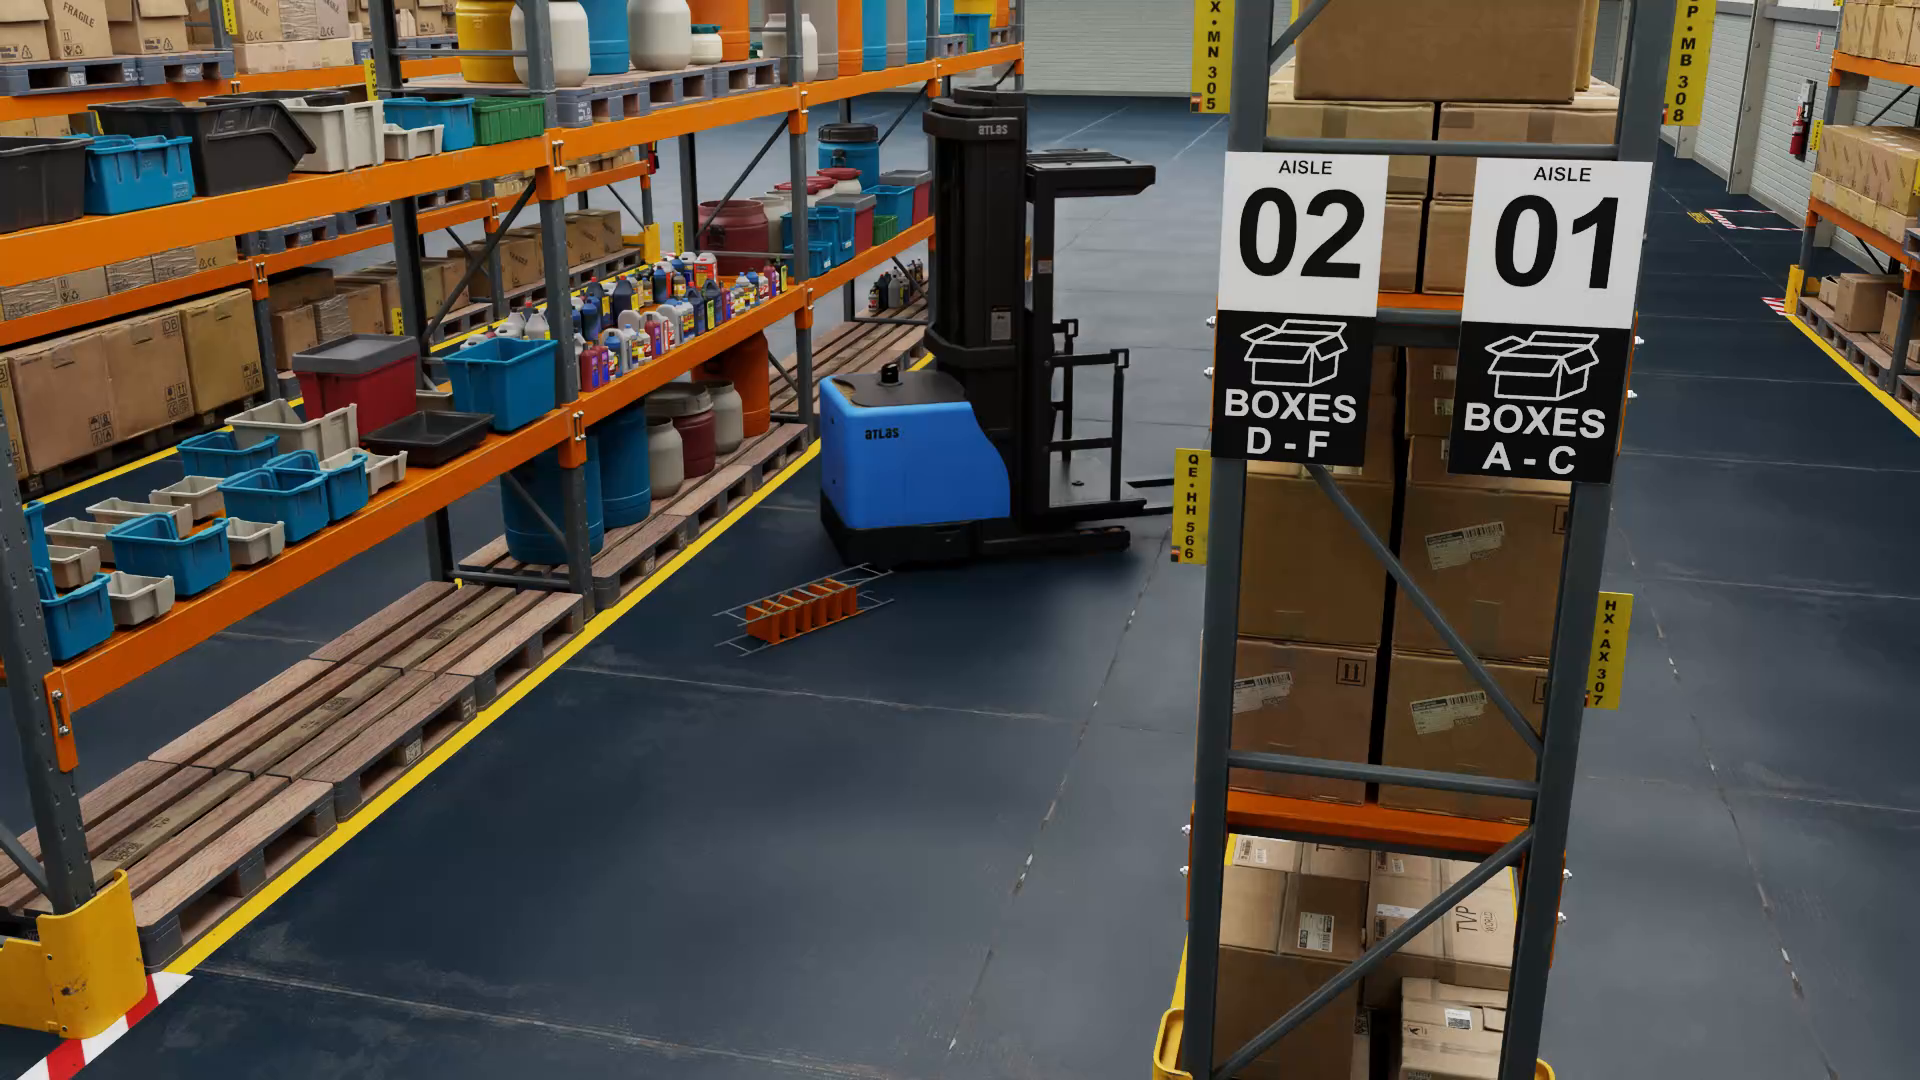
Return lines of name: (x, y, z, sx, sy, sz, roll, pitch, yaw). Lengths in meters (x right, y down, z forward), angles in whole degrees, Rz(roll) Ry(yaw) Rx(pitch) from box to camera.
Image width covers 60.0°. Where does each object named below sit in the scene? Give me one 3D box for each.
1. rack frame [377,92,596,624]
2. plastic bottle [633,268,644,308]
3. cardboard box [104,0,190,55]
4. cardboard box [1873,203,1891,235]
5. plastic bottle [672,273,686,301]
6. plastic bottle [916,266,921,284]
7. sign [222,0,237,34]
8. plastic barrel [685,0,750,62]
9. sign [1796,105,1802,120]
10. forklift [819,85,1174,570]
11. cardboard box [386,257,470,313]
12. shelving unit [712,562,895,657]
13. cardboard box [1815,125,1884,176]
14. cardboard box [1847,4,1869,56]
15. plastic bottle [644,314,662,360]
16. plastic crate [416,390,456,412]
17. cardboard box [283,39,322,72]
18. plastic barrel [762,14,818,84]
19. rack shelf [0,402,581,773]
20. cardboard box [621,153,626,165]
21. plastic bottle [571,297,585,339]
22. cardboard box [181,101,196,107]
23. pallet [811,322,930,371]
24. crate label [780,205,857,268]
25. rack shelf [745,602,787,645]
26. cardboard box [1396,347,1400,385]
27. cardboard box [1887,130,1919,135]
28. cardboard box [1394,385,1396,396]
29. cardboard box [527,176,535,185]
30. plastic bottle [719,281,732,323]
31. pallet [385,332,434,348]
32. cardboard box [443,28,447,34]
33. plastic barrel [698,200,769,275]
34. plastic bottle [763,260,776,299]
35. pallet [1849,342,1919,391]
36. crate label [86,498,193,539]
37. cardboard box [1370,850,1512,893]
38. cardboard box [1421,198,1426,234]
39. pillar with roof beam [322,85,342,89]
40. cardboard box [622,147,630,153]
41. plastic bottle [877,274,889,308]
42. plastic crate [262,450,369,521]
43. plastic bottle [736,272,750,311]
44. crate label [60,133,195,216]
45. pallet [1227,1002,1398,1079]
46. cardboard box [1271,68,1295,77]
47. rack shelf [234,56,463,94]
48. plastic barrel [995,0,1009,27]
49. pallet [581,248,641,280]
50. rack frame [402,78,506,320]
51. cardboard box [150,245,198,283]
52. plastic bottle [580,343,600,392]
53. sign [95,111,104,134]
rack frame: (-2.661, -0.988, 9.440, 1.000, 3.000, 0.127, 5, 19, 13)
plastic bottle: (-2.349, -1.821, 12.058, 0.061, 0.283, 0.133, 5, 19, 13)
cardboard box: (-6.566, -4.103, 13.110, 0.797, 0.503, 0.637, 6, 20, 17)
cardboard box: (8.852, -2.980, 15.471, 0.500, 0.250, 0.500, 5, 19, 14)
plastic bottle: (-2.090, -1.889, 12.384, 0.097, 0.201, 0.097, 0, 19, 0)
plastic bottle: (-0.500, -3.057, 19.146, 0.097, 0.201, 0.097, 0, 19, 0)
sign: (-5.950, -4.288, 13.539, 0.100, 0.325, 0.005, 5, 19, 13)
plastic barrel: (-1.825, -3.886, 11.968, 0.600, 0.830, 0.708, 5, 19, 13)
sign: (12.887, -6.513, 25.561, 0.001, 0.329, 0.234, 5, 19, 13)
forklift: (0.625, -1.442, 10.874, 3.031, 2.935, 1.130, -5, 19, -14)
cardboard box: (-5.680, -2.721, 17.701, 0.700, 0.500, 0.500, 3, 19, 9)
shelving unit: (-0.895, 0.396, 9.725, 0.258, 0.189, 1.200, 17, 26, 41)
cardboard box: (9.470, -4.134, 17.692, 0.500, 0.500, 0.500, 5, 19, 13)
cardboard box: (9.388, -5.193, 16.923, 0.500, 0.500, 0.500, 6, 20, 17)
plastic bottle: (-1.941, -1.293, 10.512, 0.061, 0.283, 0.133, 5, 19, 13)
plastic crate: (-2.913, -0.757, 9.079, 0.396, 0.136, 0.243, 5, 19, 13)
cardboard box: (-5.999, -4.270, 14.638, 0.500, 0.250, 0.500, 5, 20, 15)
plastic barrel: (-1.311, -3.787, 12.822, 0.421, 0.512, 0.421, 0, 19, 0)
rack shelf: (-3.150, -0.021, 7.721, 1.077, 0.370, 4.000, 5, 19, 13)
cardboard box: (-4.463, -4.838, 21.099, 0.380, 0.149, 0.250, 5, 19, 13)
plastic bottle: (-2.576, -1.466, 11.031, 0.152, 0.276, 0.135, 5, 19, 13)
cardboard box: (-9.884, -5.345, 20.293, 0.875, 0.550, 0.550, 5, 19, 13)
pallet: (-0.861, -1.927, 16.502, 1.003, 0.211, 1.213, 5, 19, 13)
crate label: (-1.179, -2.549, 13.954, 0.502, 0.435, 0.616, 5, 19, 13)
rack shelf: (-1.113, 0.472, 9.509, 0.258, 0.180, 0.103, 17, 26, 41)
cardboard box: (2.269, -0.937, 7.589, 0.500, 0.500, 0.500, 5, 19, 14)
cardboard box: (9.836, -3.939, 17.119, 0.500, 0.500, 0.500, 5, 19, 14)
cardboard box: (2.268, -0.466, 7.757, 0.500, 0.500, 0.500, 5, 19, 14)
cardboard box: (-5.005, -4.048, 18.788, 0.380, 0.149, 0.250, 5, 19, 13)
plastic bottle: (-1.648, -1.668, 11.611, 0.061, 0.283, 0.133, 5, 19, 13)
pallet: (-5.994, -1.939, 16.539, 1.003, 0.211, 1.213, 5, 19, 13)
cardboard box: (-5.651, -5.399, 17.944, 0.500, 0.250, 0.500, 5, 20, 15)
plastic barrel: (-1.864, -2.476, 13.584, 0.600, 0.536, 0.708, 5, 19, 13)
plastic bottle: (-1.425, -1.954, 12.448, 0.061, 0.283, 0.133, 5, 19, 13)
pallet: (9.030, -1.607, 15.566, 1.003, 0.211, 1.213, 5, 19, 13)
crate label: (-3.485, -0.087, 7.116, 0.396, 0.136, 0.243, 5, 19, 13)
cardboard box: (1.816, 1.290, 6.345, 0.500, 0.250, 0.500, 5, 19, 13)
cardboard box: (1.791, -1.144, 5.488, 0.500, 0.250, 0.500, 5, 19, 13)
pillar with roof beam: (-11.427, -14.308, 39.154, 9.100, 9.000, 0.400, 5, 19, 13)
cardboard box: (-4.693, -5.158, 21.034, 0.875, 0.500, 0.500, 5, 19, 13)
plastic bottle: (-0.829, -2.675, 17.796, 0.144, 0.351, 0.185, 4, 19, 12)
plastic crate: (-2.864, -0.242, 7.421, 0.416, 0.233, 0.300, 5, 19, 13)
plastic bottle: (-1.566, -1.791, 11.991, 0.097, 0.271, 0.097, 0, 19, 0)
crate label: (-3.100, -1.347, 6.080, 0.408, 0.251, 0.502, 5, 19, 13)
pallet: (1.376, 1.704, 5.873, 1.003, 0.211, 1.213, 5, 19, 13)
cardboard box: (1.290, -1.421, 5.526, 0.500, 0.250, 0.500, 5, 19, 13)
rack shelf: (-5.998, -4.339, 15.722, 1.077, 0.370, 4.000, 5, 19, 13)
plastic barrel: (0.275, -6.408, 19.354, 0.600, 0.830, 0.708, 5, 19, 13)
pallet: (-4.783, -3.545, 21.240, 1.003, 0.211, 1.213, 5, 19, 13)
rack frame: (-5.509, -3.887, 17.926, 1.000, 3.000, 0.127, 5, 19, 13)
cardboard box: (-6.494, -2.350, 13.273, 0.500, 0.500, 0.500, 4, 19, 13)
plastic bottle: (-2.158, -1.014, 9.697, 0.061, 0.283, 0.133, 5, 19, 13)
sign: (-9.766, -4.781, 18.875, 0.100, 0.325, 0.005, 5, 19, 13)
